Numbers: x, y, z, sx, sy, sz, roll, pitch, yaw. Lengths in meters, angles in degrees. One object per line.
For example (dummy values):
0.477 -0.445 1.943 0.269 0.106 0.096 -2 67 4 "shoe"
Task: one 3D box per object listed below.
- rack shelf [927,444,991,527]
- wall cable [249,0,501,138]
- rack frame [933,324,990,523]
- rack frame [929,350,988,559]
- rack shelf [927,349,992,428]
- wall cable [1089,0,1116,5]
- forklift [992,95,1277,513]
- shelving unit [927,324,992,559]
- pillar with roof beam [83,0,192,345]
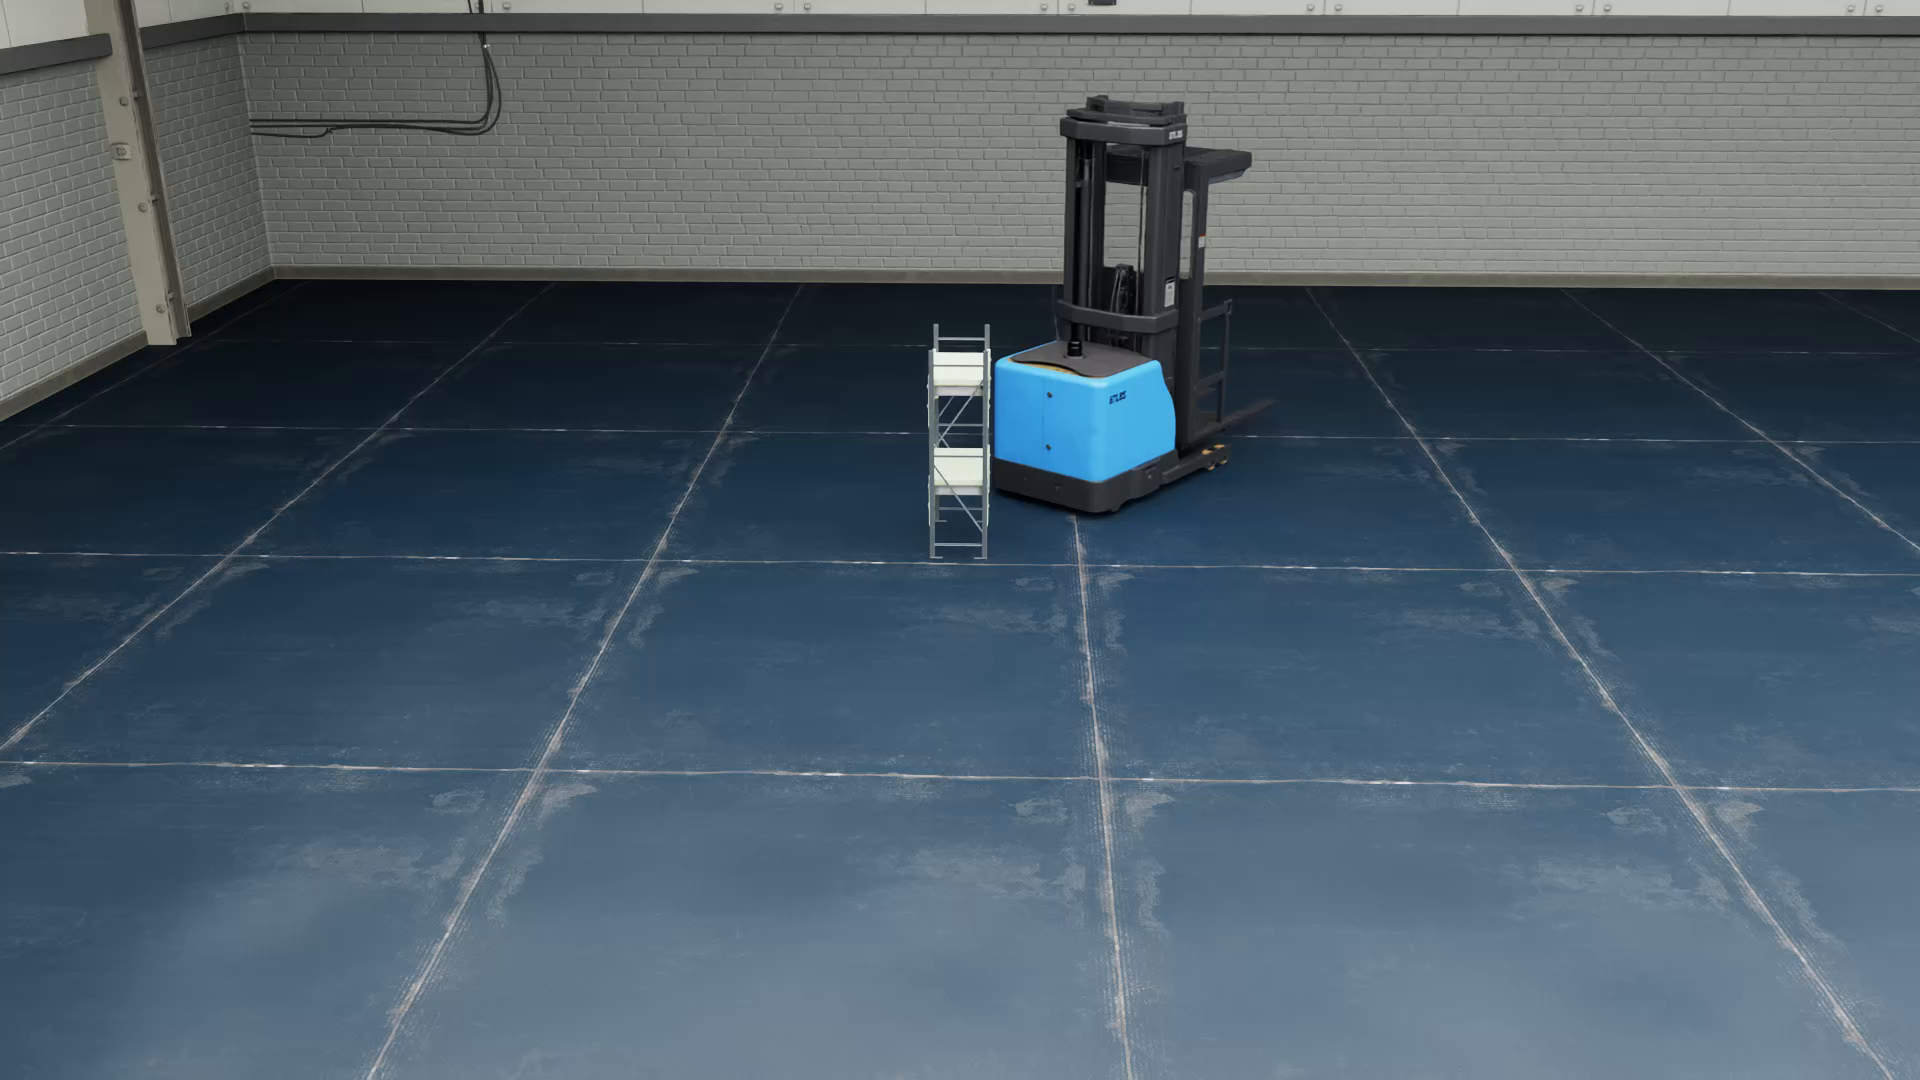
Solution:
0.000 -0.398 11.882 0.431 0.370 0.720 1 21 2 "rack shelf"
-6.883 -5.894 19.073 3.097 2.526 0.112 1 21 2 "wall cable"
0.011 -0.834 12.105 0.400 1.500 0.023 1 21 2 "rack frame"
-0.011 -0.569 11.423 0.400 1.500 0.023 1 21 2 "rack frame"
0.000 -1.065 11.623 0.431 0.370 0.720 1 21 2 "rack shelf"
2.605 -8.817 17.612 2.305 6.003 0.169 1 21 2 "wall cable"
1.566 -2.031 13.211 1.130 2.935 3.031 16 27 36 "forklift"
0.000 -0.702 11.764 0.431 1.500 0.755 1 21 2 "shelving unit"
-3.992 -6.244 15.681 9.100 9.000 0.400 1 21 2 "pillar with roof beam"
